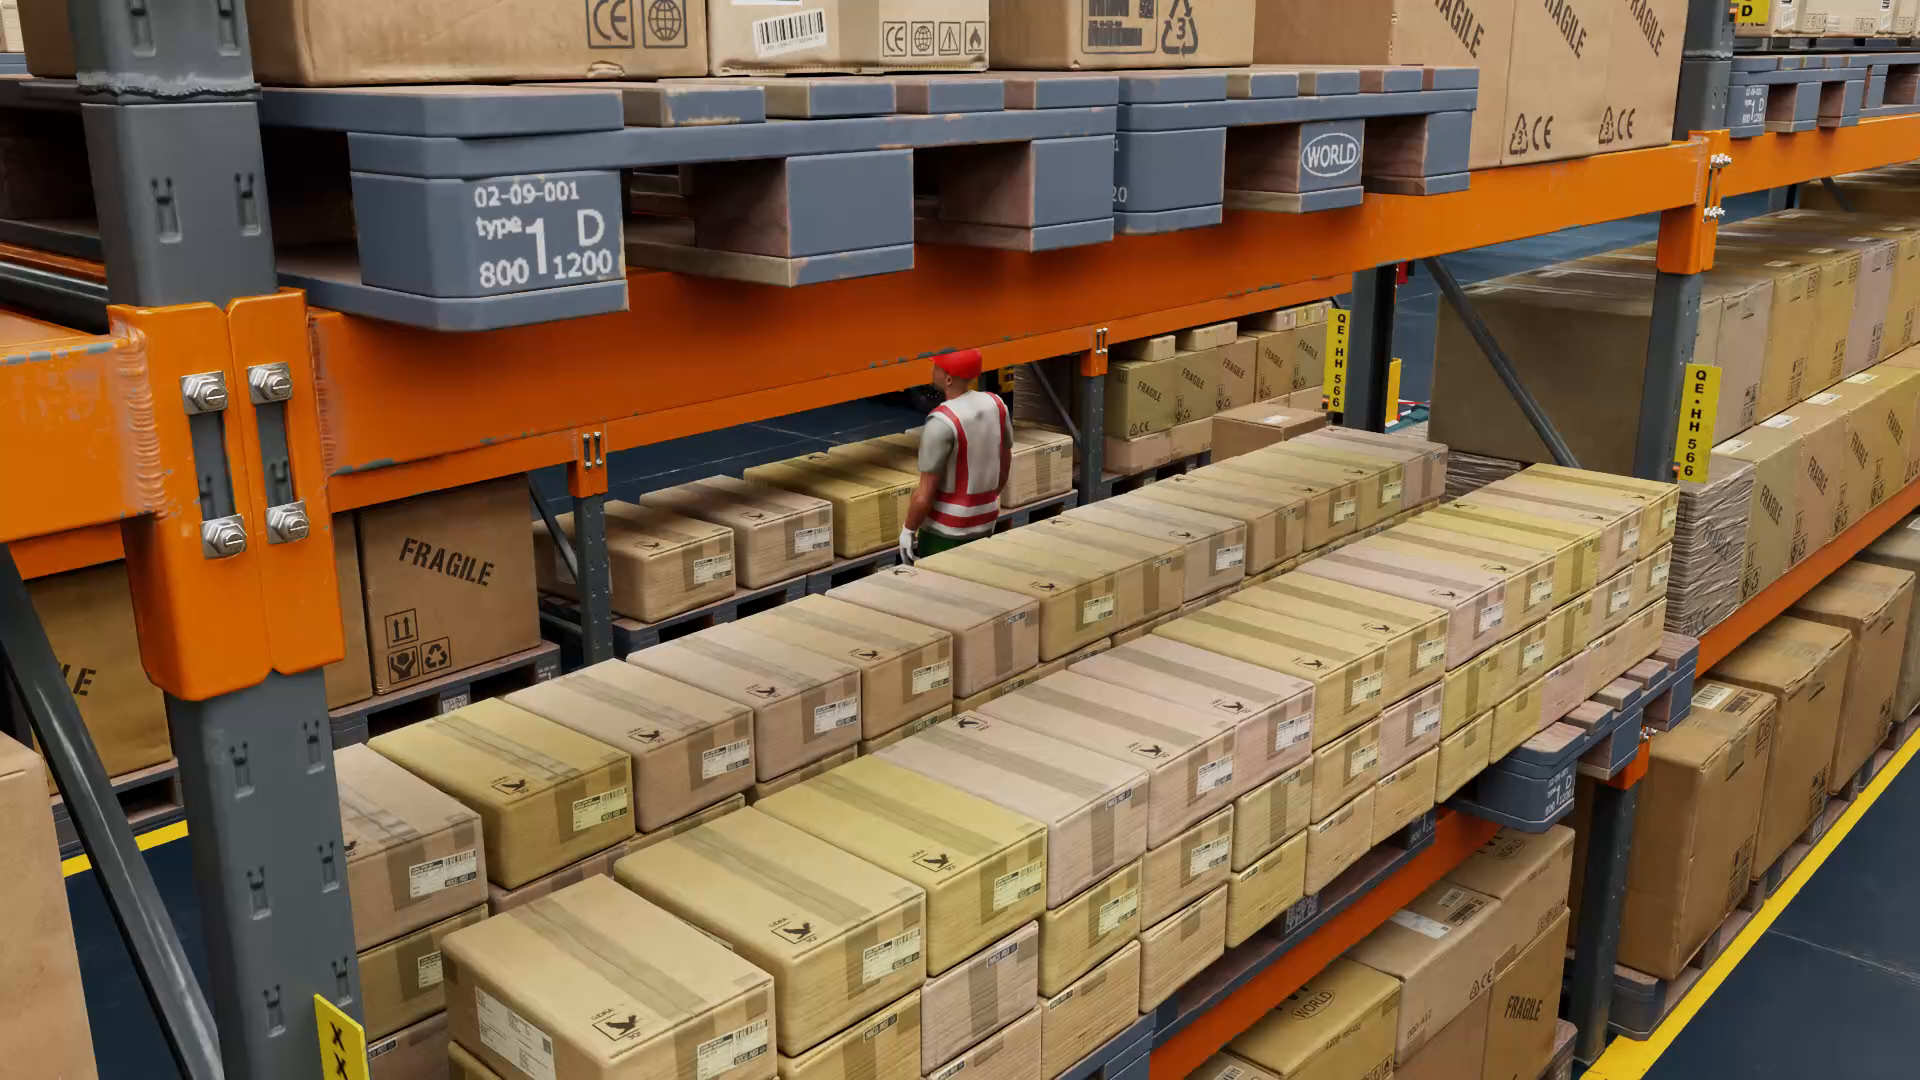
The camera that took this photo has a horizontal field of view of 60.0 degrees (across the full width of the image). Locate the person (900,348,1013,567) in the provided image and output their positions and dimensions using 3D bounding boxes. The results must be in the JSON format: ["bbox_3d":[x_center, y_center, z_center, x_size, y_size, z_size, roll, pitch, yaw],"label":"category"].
[{"bbox_3d":[-0.077,-0.085,7.749,0.562,1.790,0.637,14,22,40],"label":"person"}]
